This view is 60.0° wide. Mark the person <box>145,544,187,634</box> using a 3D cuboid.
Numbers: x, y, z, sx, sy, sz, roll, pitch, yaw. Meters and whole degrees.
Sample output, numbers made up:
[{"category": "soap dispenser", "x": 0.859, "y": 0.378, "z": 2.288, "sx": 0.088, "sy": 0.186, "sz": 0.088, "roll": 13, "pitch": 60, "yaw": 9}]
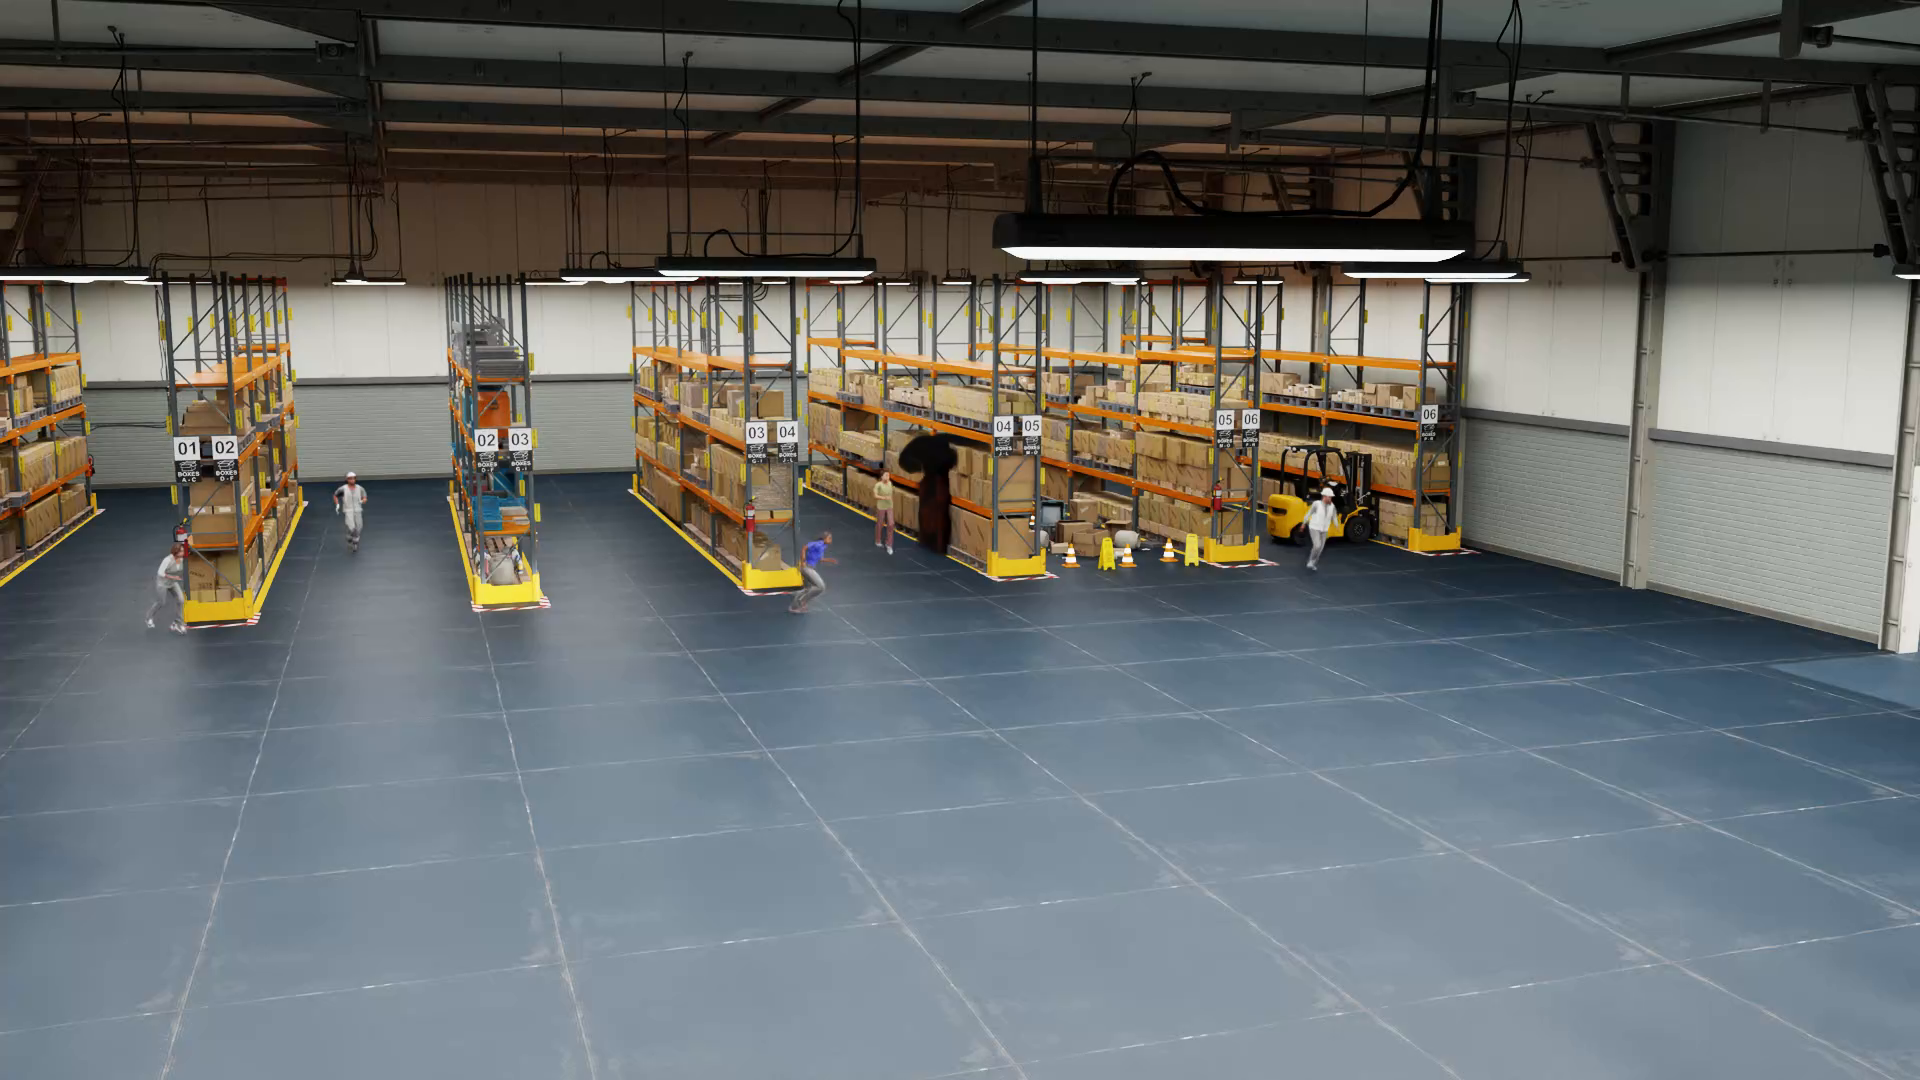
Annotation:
[{"category": "person", "x": -13.328, "y": 0.805, "z": 27.867, "sx": 0.910, "sy": 1.536, "sz": 0.573, "roll": 3, "pitch": 9, "yaw": 19}]

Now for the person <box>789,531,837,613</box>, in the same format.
[{"category": "person", "x": -2.615, "y": 0.572, "z": 29.339, "sx": 0.885, "sy": 1.486, "sz": 0.612, "roll": 1, "pitch": 9, "yaw": 9}]

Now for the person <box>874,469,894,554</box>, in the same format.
[{"category": "person", "x": -1.582, "y": -0.600, "z": 34.705, "sx": 0.519, "sy": 1.767, "sz": 0.776, "roll": -4, "pitch": 9, "yaw": -24}]

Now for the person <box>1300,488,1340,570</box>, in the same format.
[{"category": "person", "x": 7.341, "y": -0.222, "z": 33.820, "sx": 0.646, "sy": 1.719, "sz": 0.716, "roll": -4, "pitch": 9, "yaw": -23}]

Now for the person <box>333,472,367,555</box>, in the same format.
[{"category": "person", "x": -13.124, "y": -0.573, "z": 35.932, "sx": 0.646, "sy": 1.783, "sz": 0.694, "roll": -6, "pitch": 10, "yaw": -34}]
